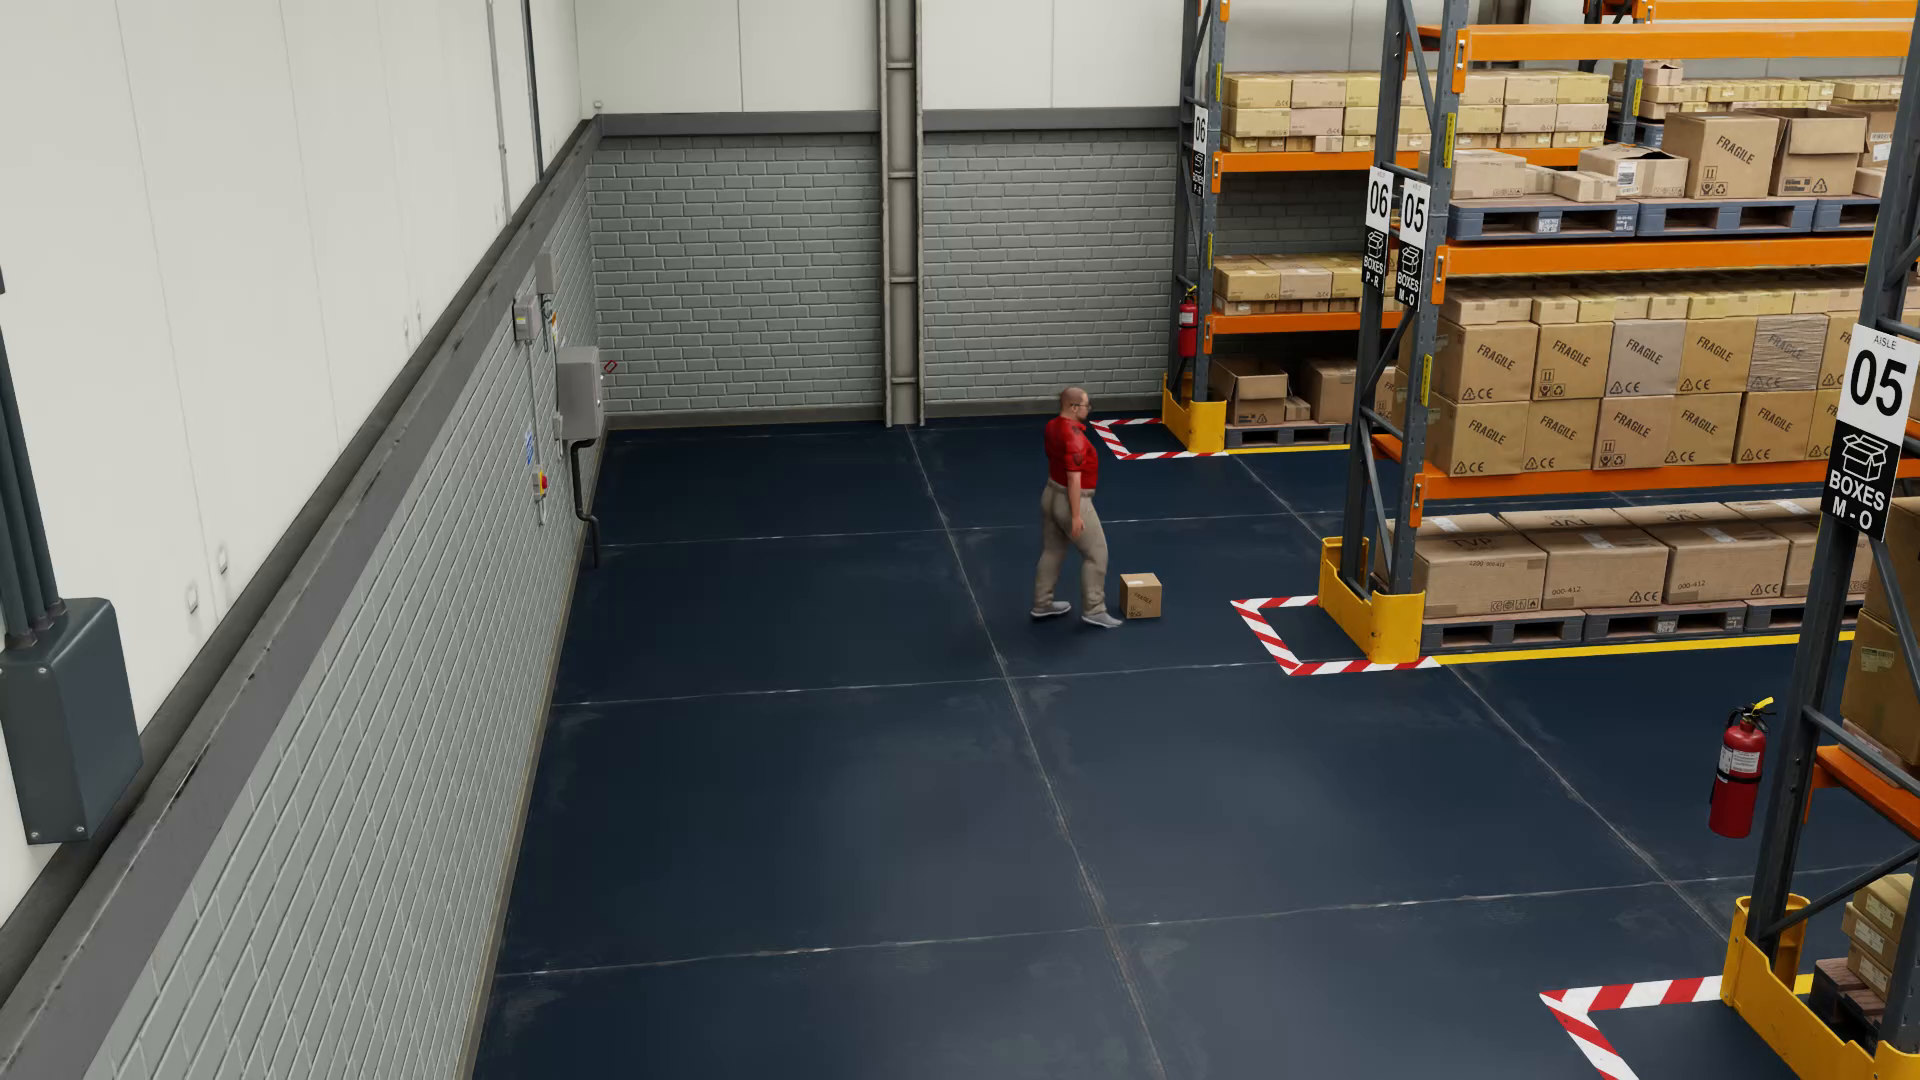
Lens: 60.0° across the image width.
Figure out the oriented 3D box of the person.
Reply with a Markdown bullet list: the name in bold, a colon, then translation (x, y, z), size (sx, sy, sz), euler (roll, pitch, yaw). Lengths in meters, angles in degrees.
- **person**: translation (0.828, -0.231, 11.768), size (0.561, 1.767, 0.587), euler (-10, 22, -25)
